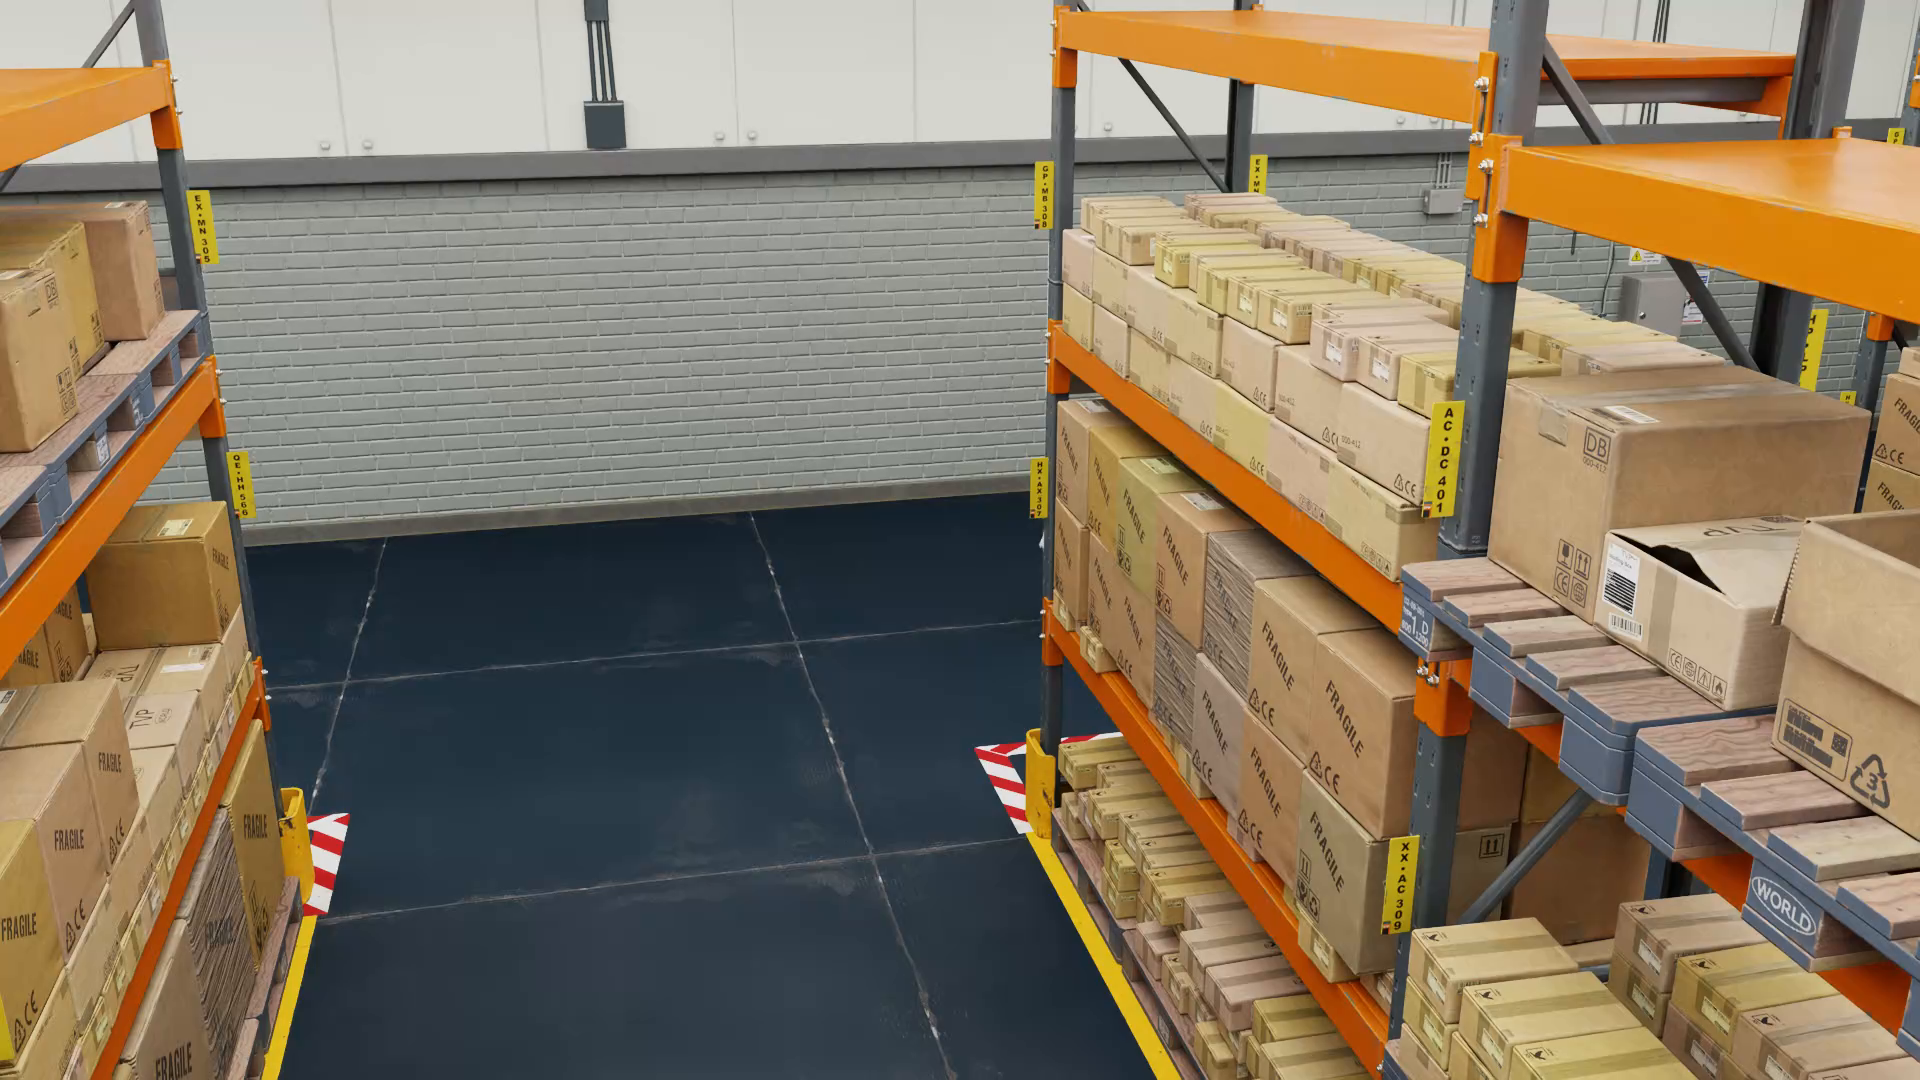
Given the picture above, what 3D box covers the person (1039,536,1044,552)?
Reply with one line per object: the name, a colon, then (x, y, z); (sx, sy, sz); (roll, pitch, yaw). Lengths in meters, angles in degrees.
person: (1.025, 0.097, 11.808); (0.934, 1.075, 0.573); (-5, 20, -13)
